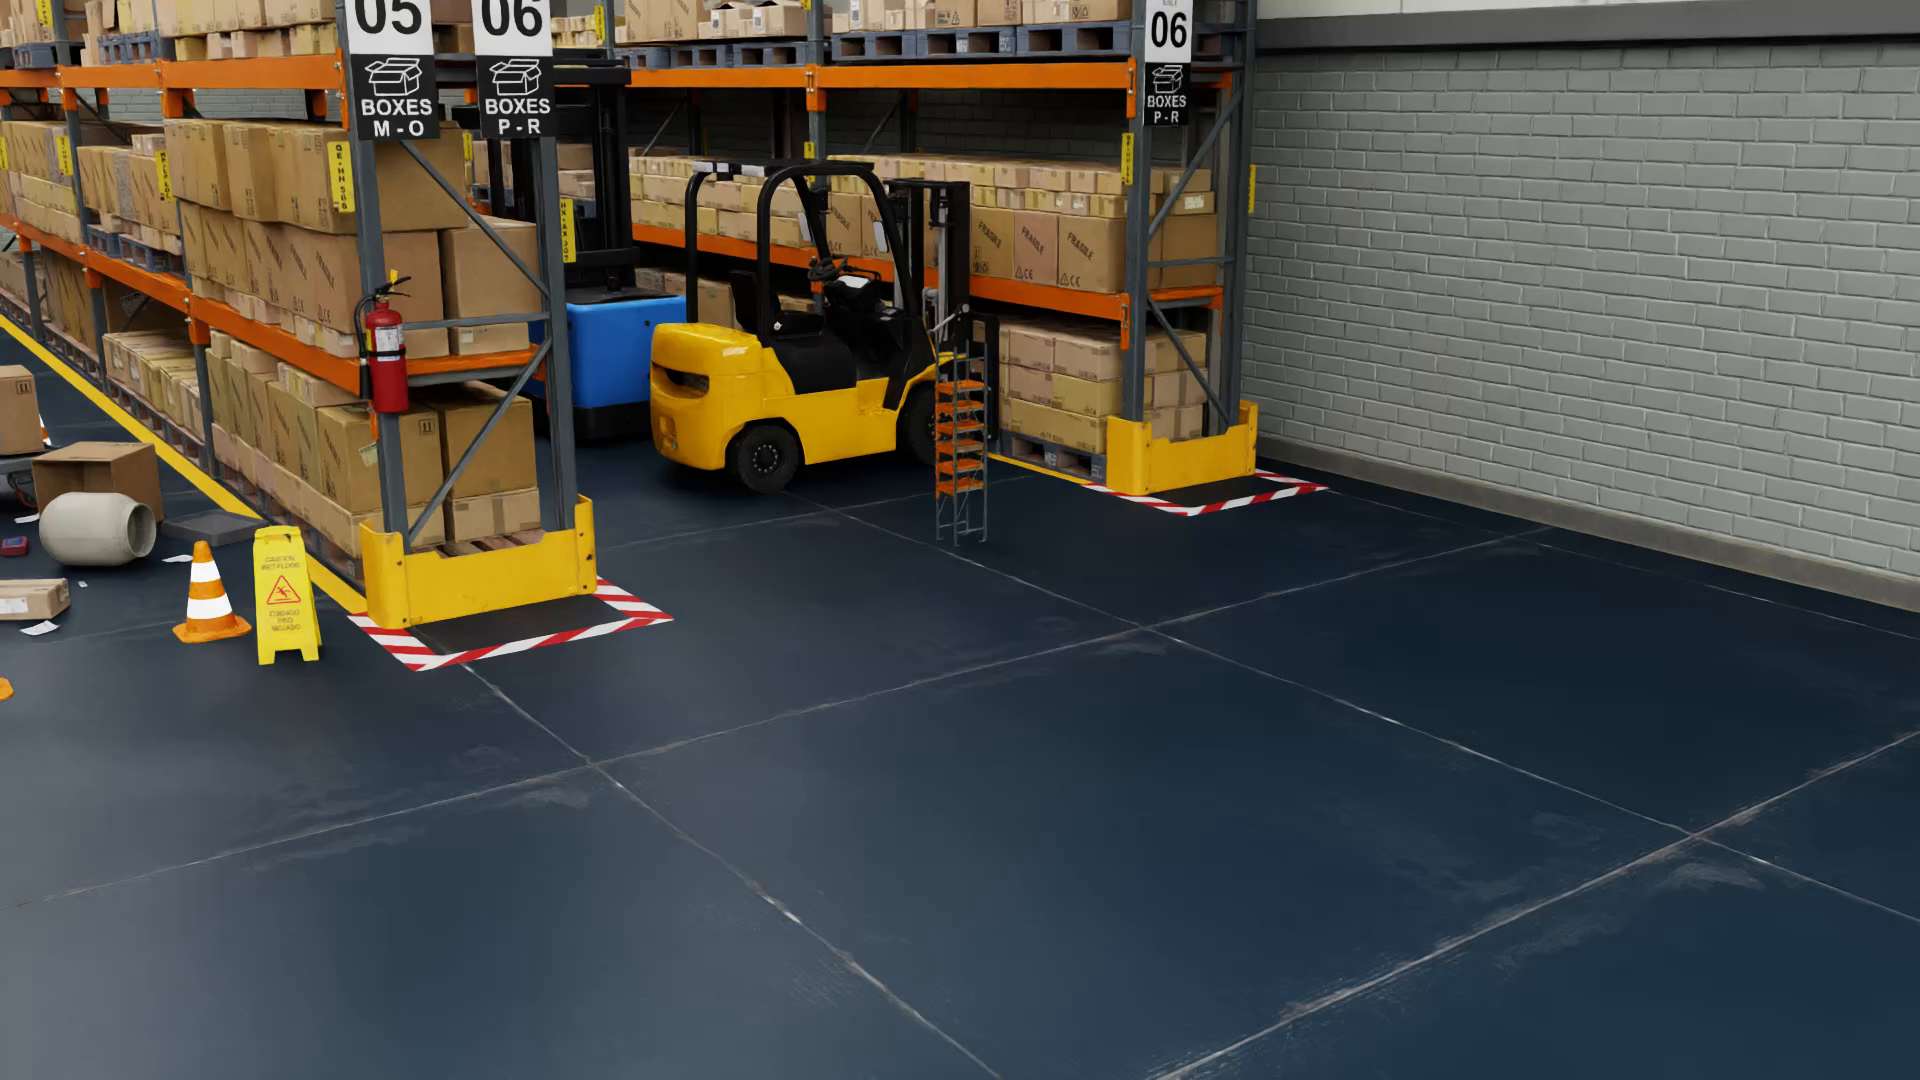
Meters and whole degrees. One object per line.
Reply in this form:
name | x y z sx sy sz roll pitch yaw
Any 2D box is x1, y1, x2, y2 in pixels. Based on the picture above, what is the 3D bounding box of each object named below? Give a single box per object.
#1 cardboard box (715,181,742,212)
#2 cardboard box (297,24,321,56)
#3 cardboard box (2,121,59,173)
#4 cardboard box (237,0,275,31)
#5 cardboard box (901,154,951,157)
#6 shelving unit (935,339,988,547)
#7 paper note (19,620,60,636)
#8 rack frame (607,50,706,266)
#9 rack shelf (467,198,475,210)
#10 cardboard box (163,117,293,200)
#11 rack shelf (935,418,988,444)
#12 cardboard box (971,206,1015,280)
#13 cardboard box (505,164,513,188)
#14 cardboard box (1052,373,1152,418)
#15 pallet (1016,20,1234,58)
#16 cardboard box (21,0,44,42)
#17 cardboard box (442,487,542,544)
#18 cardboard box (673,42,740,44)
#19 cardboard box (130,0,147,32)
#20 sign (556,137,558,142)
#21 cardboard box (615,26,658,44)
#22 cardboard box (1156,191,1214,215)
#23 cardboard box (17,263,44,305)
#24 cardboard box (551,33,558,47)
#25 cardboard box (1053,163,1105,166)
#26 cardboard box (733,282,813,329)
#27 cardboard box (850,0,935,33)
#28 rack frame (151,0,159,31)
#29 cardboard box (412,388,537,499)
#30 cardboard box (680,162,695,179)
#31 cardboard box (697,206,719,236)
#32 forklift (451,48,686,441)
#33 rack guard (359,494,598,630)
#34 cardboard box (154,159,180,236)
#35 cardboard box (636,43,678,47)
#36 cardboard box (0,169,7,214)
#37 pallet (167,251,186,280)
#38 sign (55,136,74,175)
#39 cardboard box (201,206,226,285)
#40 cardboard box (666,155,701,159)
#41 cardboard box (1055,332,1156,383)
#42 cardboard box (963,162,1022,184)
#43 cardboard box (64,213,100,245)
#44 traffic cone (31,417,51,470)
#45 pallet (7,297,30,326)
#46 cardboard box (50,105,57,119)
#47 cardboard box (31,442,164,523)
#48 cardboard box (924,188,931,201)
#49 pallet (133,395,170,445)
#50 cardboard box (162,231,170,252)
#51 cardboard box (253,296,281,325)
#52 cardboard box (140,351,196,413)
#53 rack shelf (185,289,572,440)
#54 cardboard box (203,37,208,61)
cardboard box | -1.920 -3.175 15.333 0.500 0.250 0.500 -10 18 -33
cardboard box | -3.090 -2.504 8.336 0.380 0.149 0.250 -11 19 -34
cardboard box | -9.510 -4.052 17.114 0.500 0.500 0.500 -11 19 -34
cardboard box | -3.603 -2.900 9.029 0.500 0.250 0.500 -10 18 -33
cardboard box | -0.274 -3.146 13.907 0.380 0.149 0.250 -11 19 -36
shelving unit | 0.009 -0.576 9.906 0.258 1.200 0.189 -11 19 -35
paper note | -4.647 0.442 8.404 0.142 0.019 0.148 10 18 33
rack frame | -3.172 -3.577 17.463 1.000 3.000 0.127 -11 19 -35
rack shelf | -6.700 -4.511 22.239 1.077 0.370 4.000 -11 19 -35
cardboard box | -4.750 -2.498 10.873 0.700 0.500 0.500 -11 19 -35
rack shelf | 0.008 -0.649 9.886 0.258 0.103 0.180 -11 19 -35
cardboard box | 0.431 -2.203 12.253 0.500 0.500 0.500 -11 19 -36
cardboard box | -5.017 -4.213 19.244 0.396 0.266 0.258 -10 18 -32
cardboard box | 0.993 -1.041 11.665 0.500 0.250 0.500 -11 19 -35
pallet | 1.137 -3.428 11.403 1.003 0.211 1.213 -11 19 -35
cardboard box | -7.921 -4.685 14.845 0.700 0.500 0.500 -12 19 -37
cardboard box | -2.732 -0.189 9.497 0.500 0.250 0.500 -11 19 -35
cardboard box | -2.539 -5.087 16.598 0.500 0.250 0.500 -11 19 -35
cardboard box | -5.587 -3.740 11.864 0.500 0.250 0.500 -11 19 -34
sign | -5.077 -5.076 20.748 0.100 0.325 0.005 -11 19 -35
cardboard box | -3.212 -5.040 16.585 0.380 0.166 0.250 -11 19 -35
cardboard box | 1.542 -2.342 11.534 0.380 0.149 0.250 -11 19 -36
cardboard box | -10.346 -2.968 19.297 0.875 0.438 0.875 -12 19 -36
cardboard box | -4.310 -5.461 18.193 0.380 0.149 0.250 -10 18 -33
cardboard box | 0.905 -2.701 12.280 0.380 0.149 0.250 -10 18 -33
cardboard box | -1.586 -2.056 15.611 0.875 0.625 0.625 -11 19 -35
cardboard box | -0.528 -4.162 13.102 0.500 0.311 0.500 -10 18 -33
rack frame | -4.833 -4.845 10.732 1.000 3.000 0.127 -11 19 -35
cardboard box | -2.746 -0.556 9.416 0.500 0.500 0.500 -12 19 -36
cardboard box | -2.455 -3.550 15.947 0.380 0.149 0.250 -10 18 -33
cardboard box | -2.205 -3.044 15.799 0.500 0.250 0.500 -10 18 -33
forklift | -3.396 -2.491 13.627 1.130 2.935 3.031 -12 20 -38
rack guard | -2.526 0.092 8.793 1.175 0.500 0.348 -11 19 -35
cardboard box | -5.290 -2.409 11.646 0.500 0.500 0.500 -11 19 -36
cardboard box | -3.194 -5.259 17.454 0.380 0.149 0.250 -11 19 -34
cardboard box | -10.323 -3.876 18.368 0.500 0.500 0.500 -11 19 -36
pallet | -5.165 -2.045 12.228 1.003 0.211 1.213 -11 19 -35
sign | -7.632 -3.277 14.175 0.100 0.325 0.005 -11 19 -35
cardboard box | -4.486 -1.902 10.592 0.500 0.500 0.500 -11 19 -35
cardboard box | -2.817 -3.900 17.225 0.380 0.149 0.250 -10 18 -33
cardboard box | 1.009 -1.277 11.579 0.500 0.250 0.500 -10 18 -33
cardboard box | 0.244 -2.744 12.436 0.380 0.149 0.250 -11 19 -34
cardboard box | -7.692 -2.801 14.912 0.500 0.250 0.500 -12 19 -36
traffic cone | -6.694 -0.775 12.032 0.336 0.463 0.334 -11 19 -35
pallet | -10.642 -2.750 19.724 1.003 0.211 1.213 -11 19 -35
cardboard box | -9.676 -4.663 18.119 0.380 0.149 0.250 -11 19 -34
cardboard box | -5.303 -0.307 10.246 0.500 0.500 0.500 1 15 4
cardboard box | -0.116 -2.697 12.830 0.380 0.149 0.250 -12 19 -36
pallet | -6.013 -1.033 13.451 1.003 0.211 1.213 -11 19 -35
cardboard box | -5.499 -2.159 11.962 0.380 0.149 0.250 -12 19 -36
cardboard box | -3.992 -1.389 9.946 0.380 0.149 0.250 -11 19 -35
cardboard box | -5.979 -1.299 13.324 0.950 0.372 0.625 -10 18 -33
rack shelf | -3.657 -1.177 10.059 1.077 0.370 4.000 -11 19 -35
cardboard box | -4.504 -3.072 10.412 0.380 0.149 0.250 -11 19 -34
